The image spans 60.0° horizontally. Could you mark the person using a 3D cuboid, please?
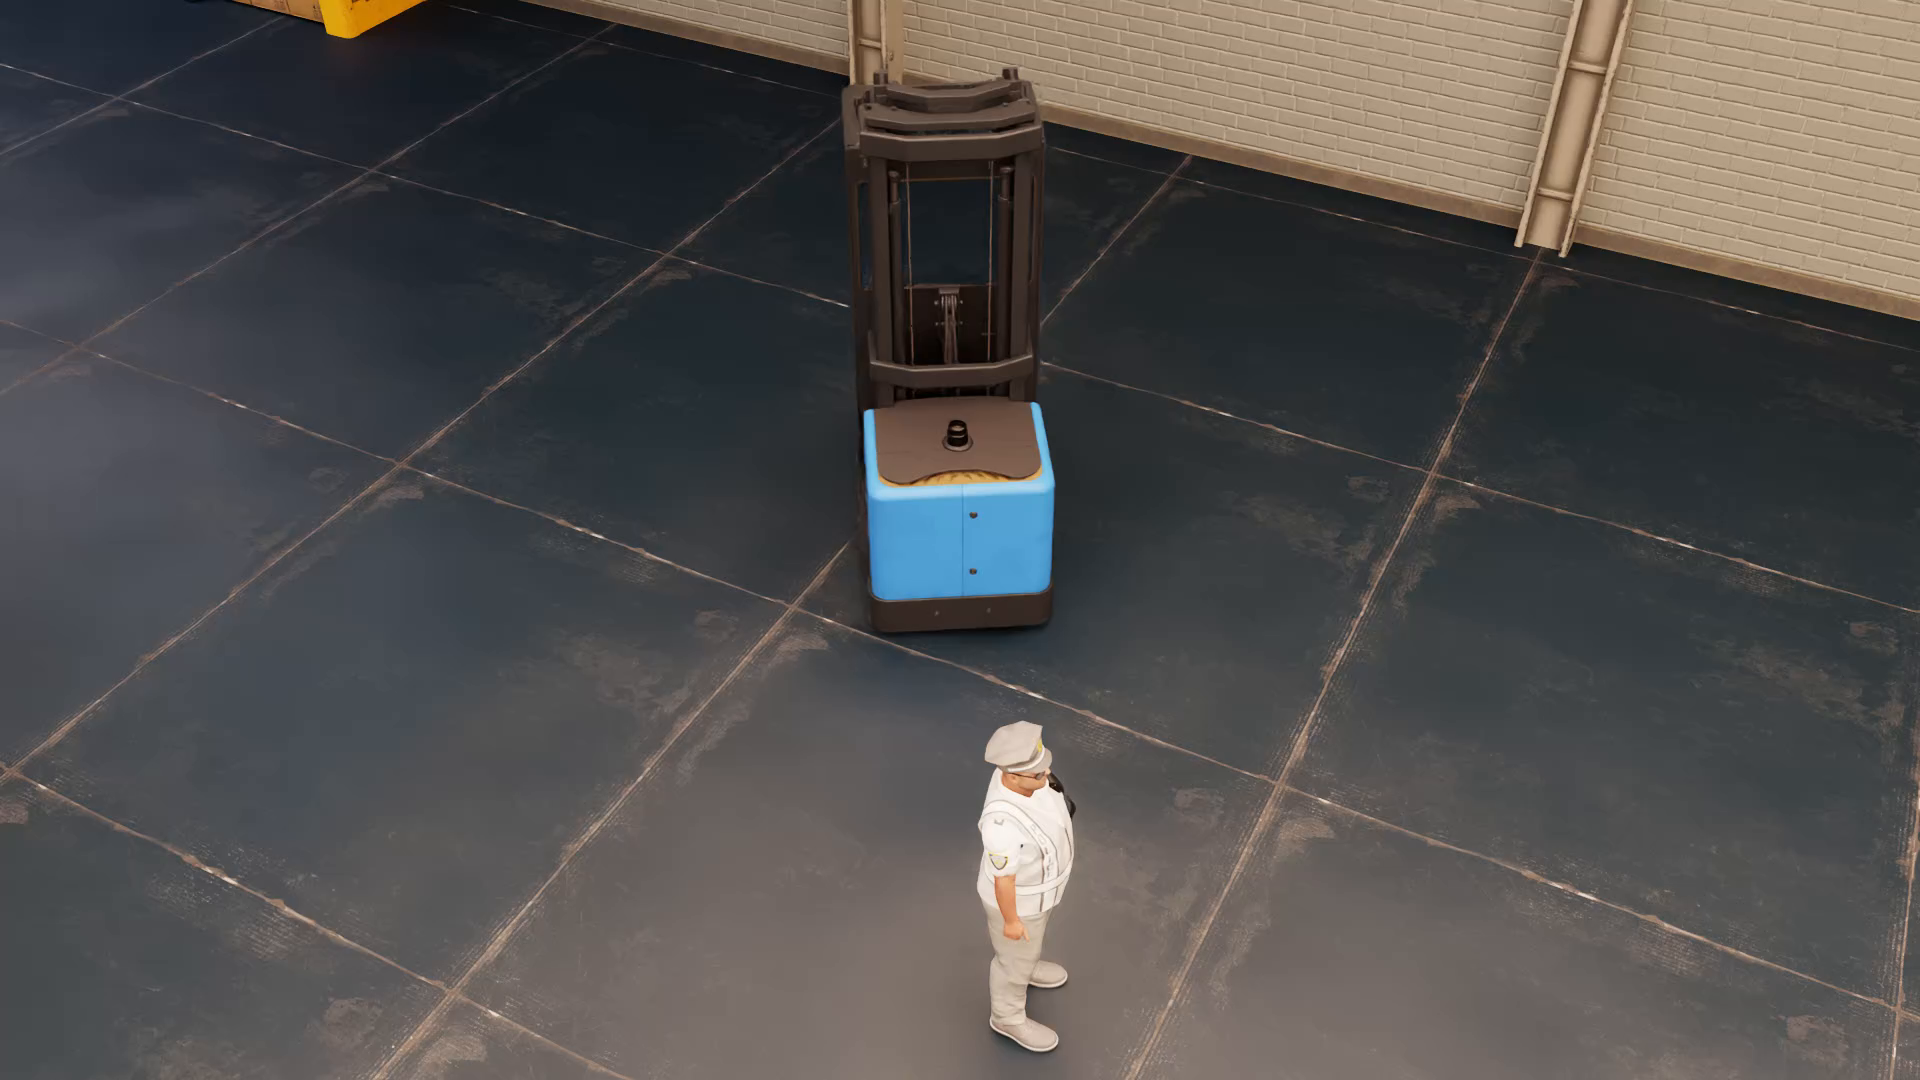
[{"bbox_3d":[0.284,1.459,7.155,0.406,1.775,0.522,7,41,8],"label":"person"}]

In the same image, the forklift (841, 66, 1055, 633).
[{"bbox_3d":[-0.101,-1.529,9.802,1.130,2.935,3.031,-3,40,-3],"label":"forklift"}]
